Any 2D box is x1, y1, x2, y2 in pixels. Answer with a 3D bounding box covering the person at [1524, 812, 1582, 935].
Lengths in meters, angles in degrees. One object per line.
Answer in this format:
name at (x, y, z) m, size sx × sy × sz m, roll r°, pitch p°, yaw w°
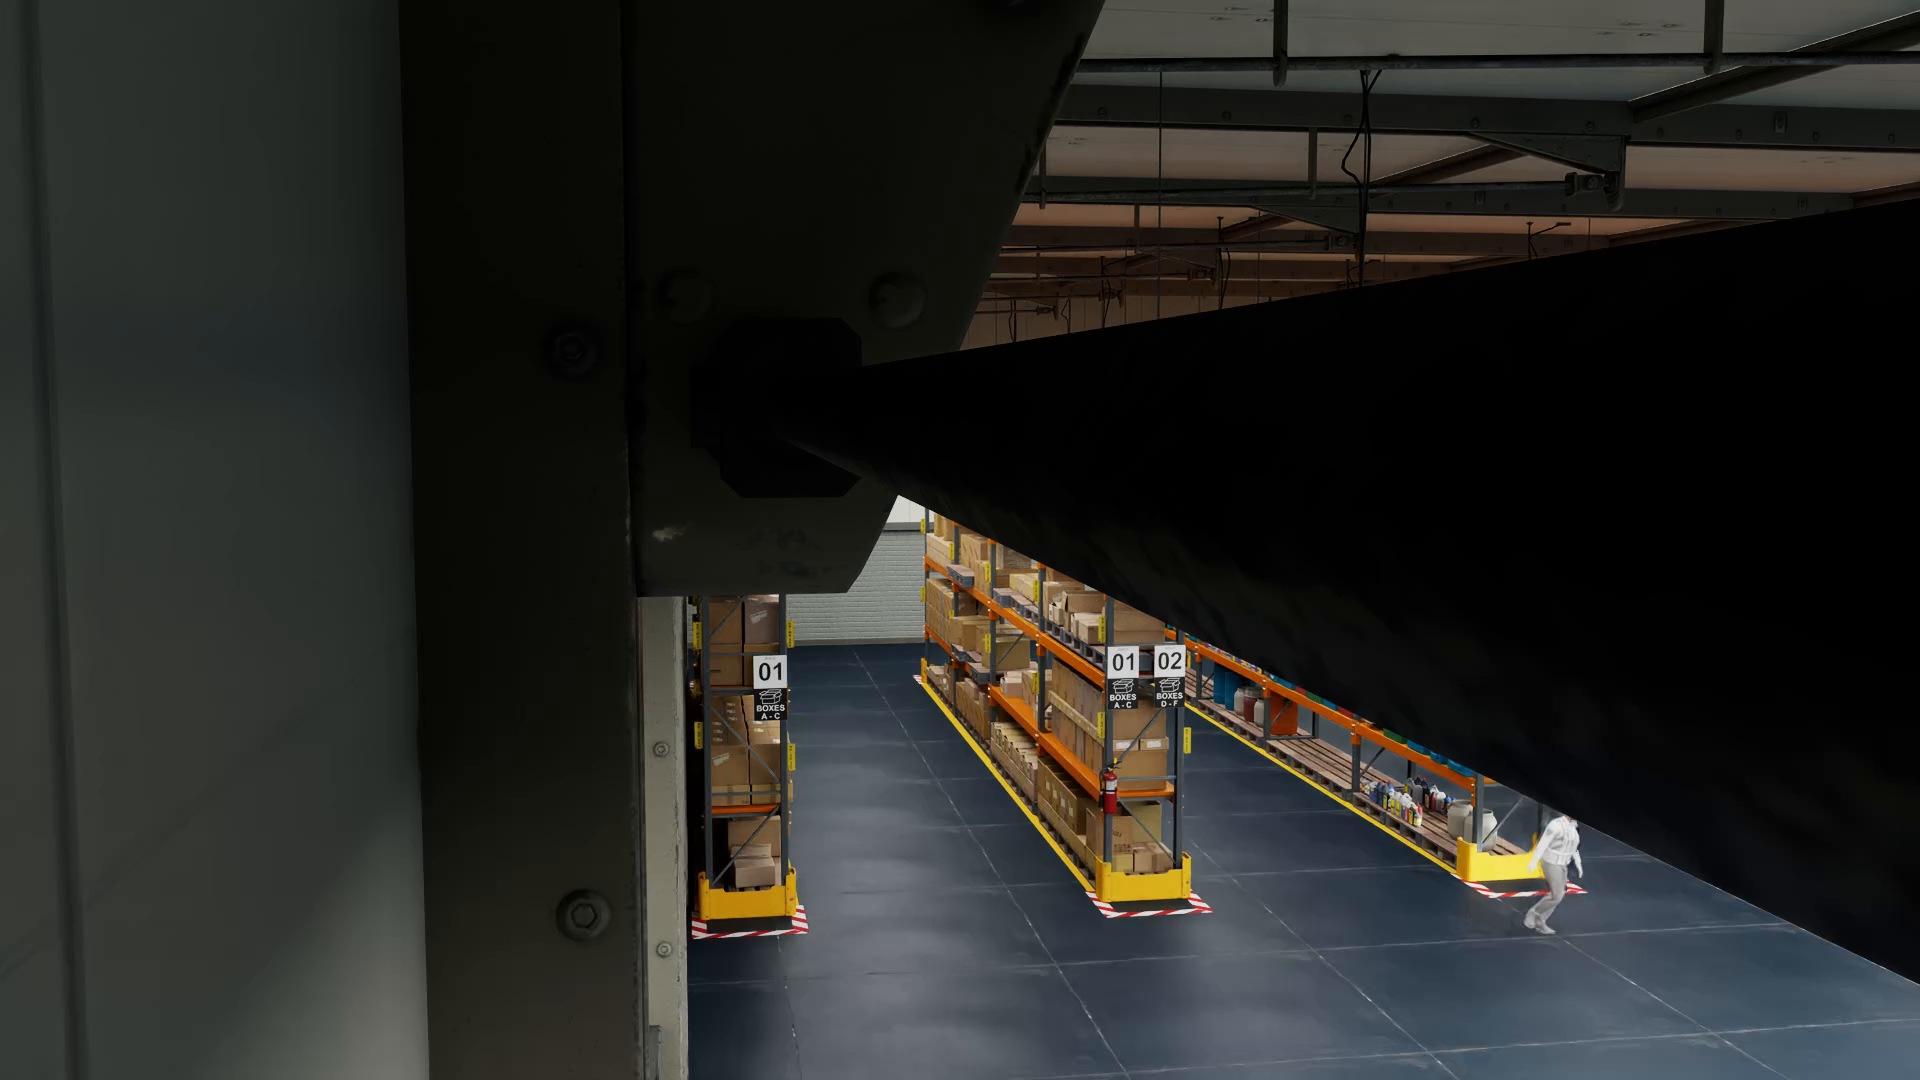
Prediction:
person at (6.971, 3.821, 19.487) m, size 0.632 × 1.644 × 0.549 m, roll -5°, pitch 7°, yaw -45°
